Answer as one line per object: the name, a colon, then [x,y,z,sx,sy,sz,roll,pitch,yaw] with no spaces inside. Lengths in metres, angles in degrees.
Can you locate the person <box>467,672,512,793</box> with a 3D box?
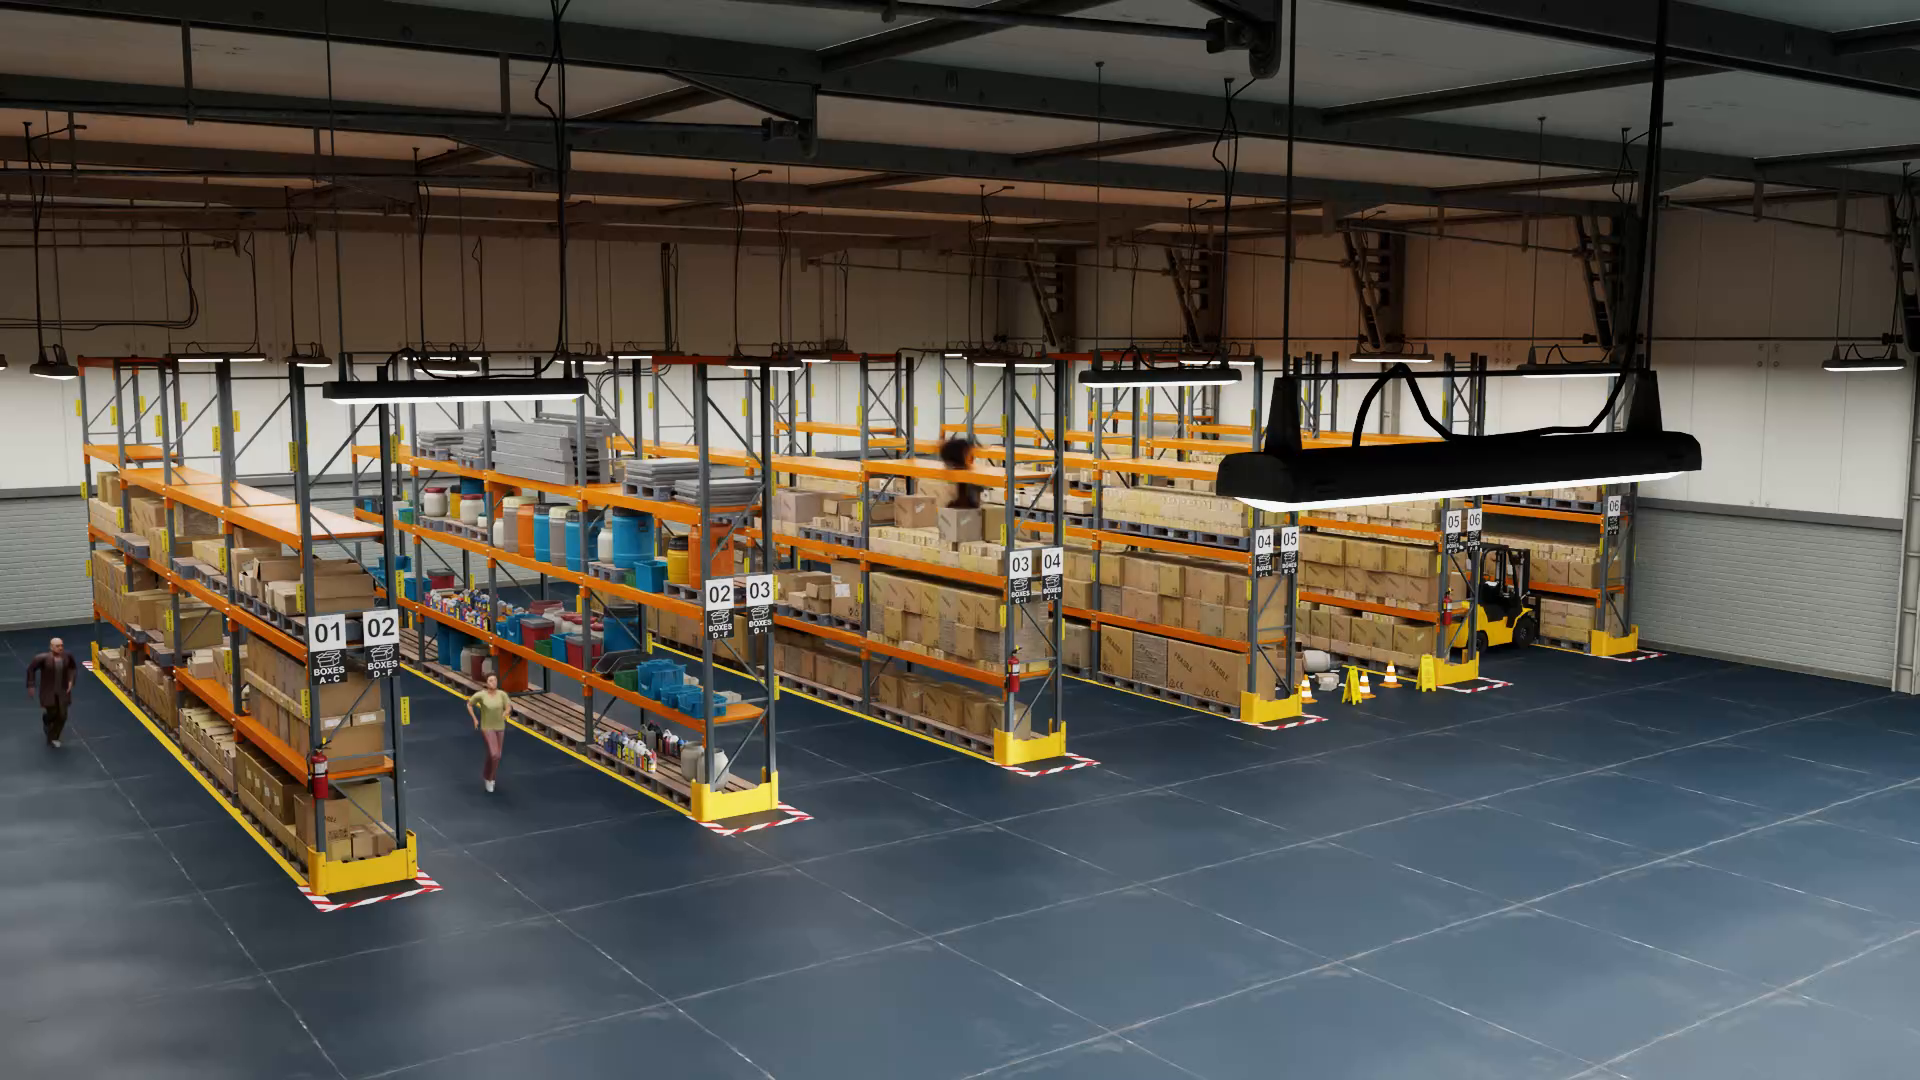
person: [-6.569,2.678,23.338,0.565,1.678,0.672,-5,9,-36]

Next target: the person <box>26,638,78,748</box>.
person: [-14.139,2.352,25.917,0.706,1.712,0.718,6,9,38]
